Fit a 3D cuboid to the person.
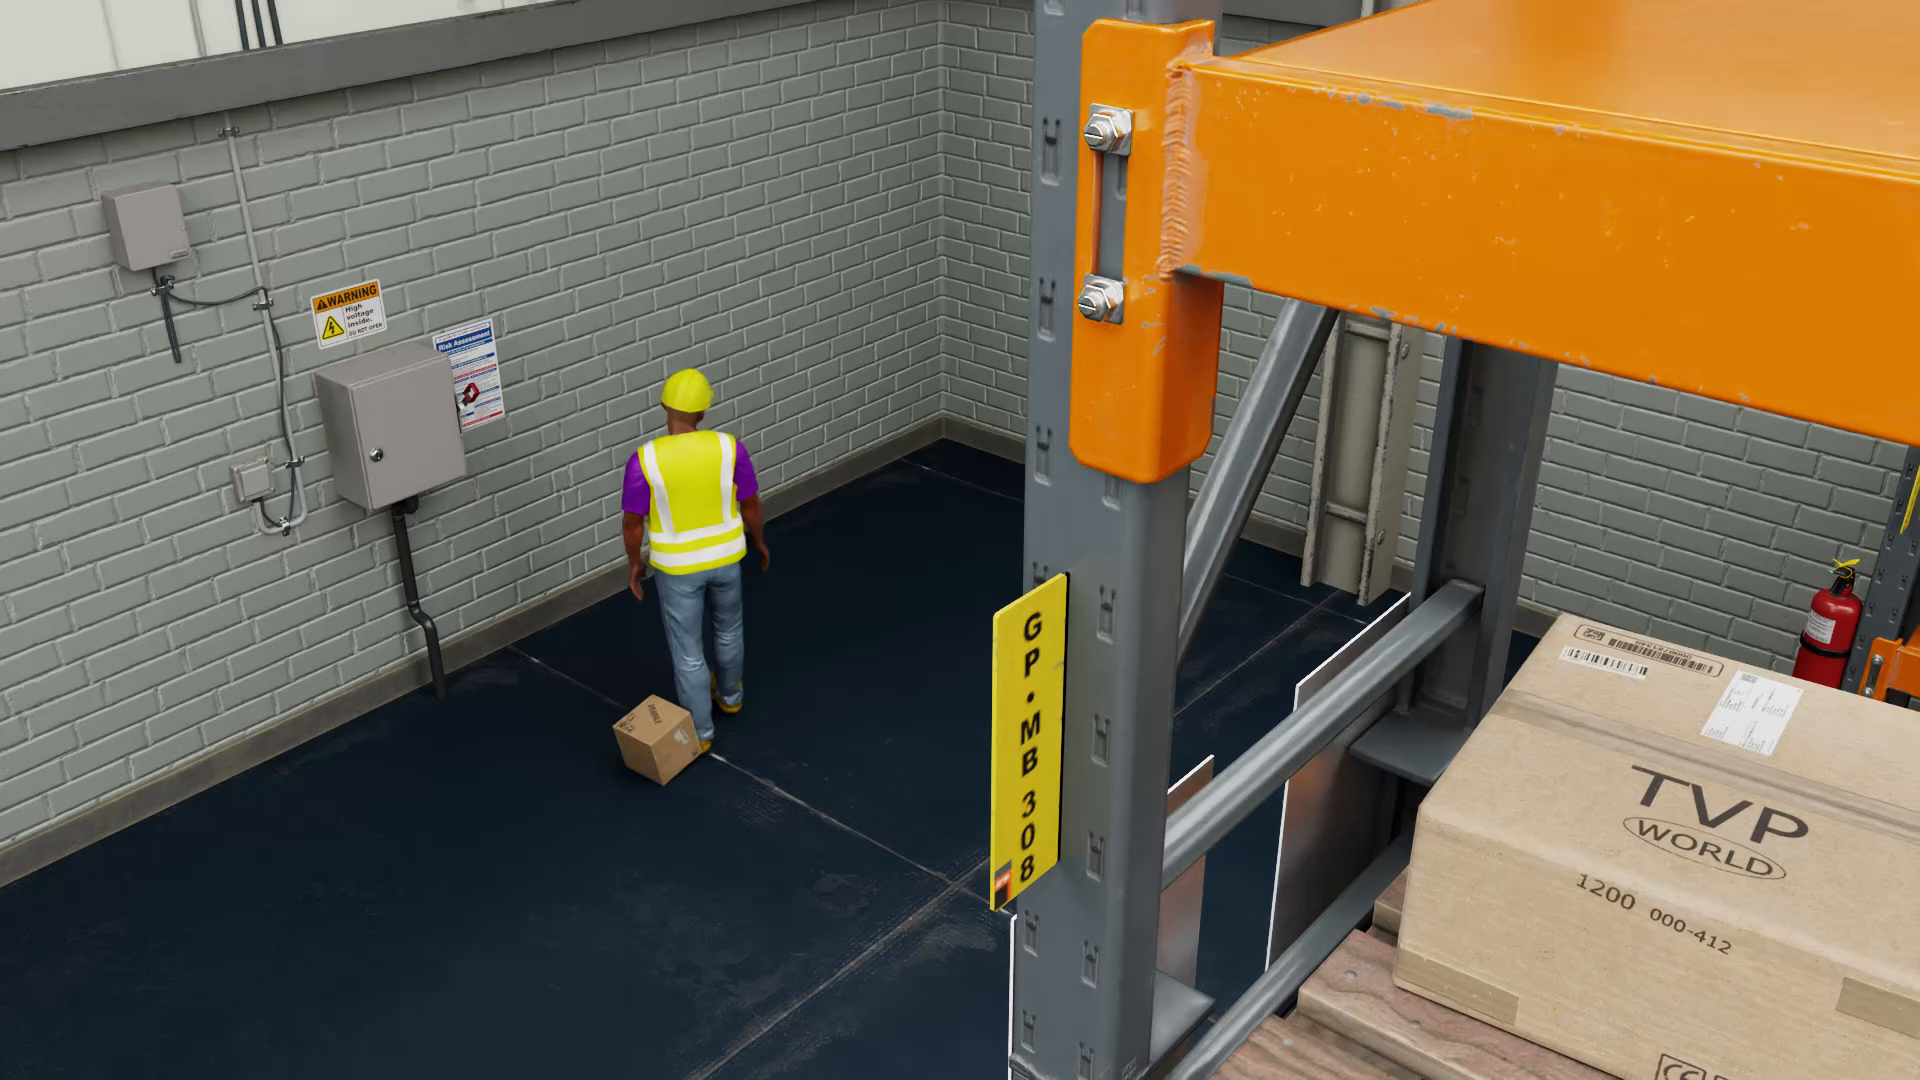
[{"bbox_3d":[-1.174,0.056,7.429,0.654,1.763,0.570,-12,30,-23],"label":"person"}]
